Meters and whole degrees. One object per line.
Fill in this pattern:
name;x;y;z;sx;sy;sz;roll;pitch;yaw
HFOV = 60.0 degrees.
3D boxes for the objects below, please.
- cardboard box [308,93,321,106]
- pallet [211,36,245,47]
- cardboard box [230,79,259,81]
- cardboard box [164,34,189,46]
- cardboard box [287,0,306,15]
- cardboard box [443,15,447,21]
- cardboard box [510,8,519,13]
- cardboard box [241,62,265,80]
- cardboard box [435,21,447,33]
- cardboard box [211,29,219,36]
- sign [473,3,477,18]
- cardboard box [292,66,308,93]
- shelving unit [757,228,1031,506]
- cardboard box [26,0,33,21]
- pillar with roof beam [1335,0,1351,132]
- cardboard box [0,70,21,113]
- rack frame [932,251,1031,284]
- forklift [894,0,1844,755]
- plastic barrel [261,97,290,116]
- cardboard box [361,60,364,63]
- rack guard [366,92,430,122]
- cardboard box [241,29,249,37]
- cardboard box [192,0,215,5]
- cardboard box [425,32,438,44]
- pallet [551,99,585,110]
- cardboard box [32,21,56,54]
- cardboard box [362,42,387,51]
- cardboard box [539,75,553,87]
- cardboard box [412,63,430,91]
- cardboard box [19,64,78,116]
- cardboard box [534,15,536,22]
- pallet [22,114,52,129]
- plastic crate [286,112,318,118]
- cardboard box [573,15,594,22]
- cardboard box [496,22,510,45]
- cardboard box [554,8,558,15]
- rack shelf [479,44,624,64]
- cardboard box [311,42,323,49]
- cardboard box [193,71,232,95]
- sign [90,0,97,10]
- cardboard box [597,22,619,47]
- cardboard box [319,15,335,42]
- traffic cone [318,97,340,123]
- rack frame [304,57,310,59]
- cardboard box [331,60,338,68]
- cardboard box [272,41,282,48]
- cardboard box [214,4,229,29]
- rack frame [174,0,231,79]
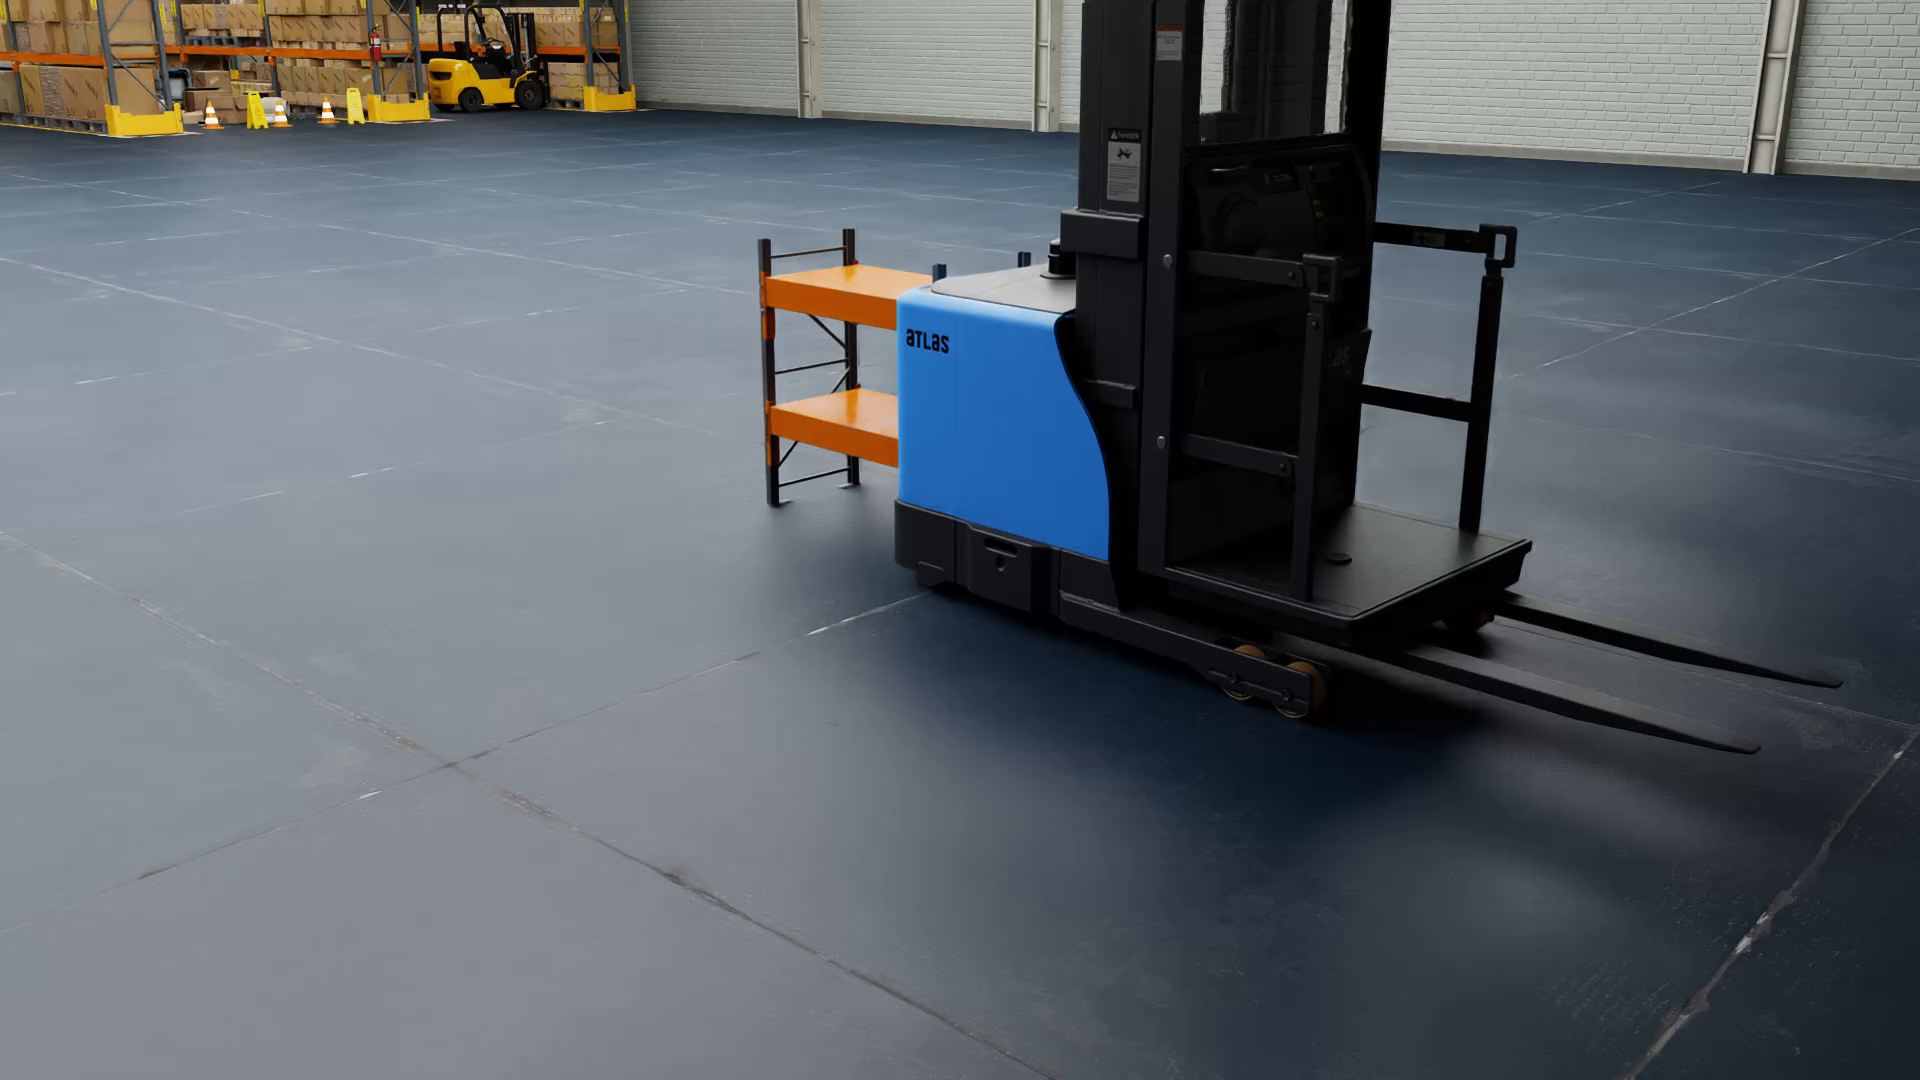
cardboard box;-12.759;-8.882;33.491;0.500;0.250;0.500;15;23;39
pallet;-15.311;-10.706;35.704;1.213;0.211;1.003;15;23;39
cardboard box;-15.845;-9.871;36.406;0.625;0.372;0.950;14;23;38
cardboard box;-17.369;-11.157;37.056;0.500;0.250;0.500;14;22;37
cardboard box;-12.917;-10.697;33.047;0.500;0.500;0.700;14;23;38
cardboard box;-11.730;-12.080;38.478;0.250;0.149;0.380;14;23;38
cardboard box;-9.705;-11.671;36.700;0.250;0.149;0.380;15;23;38
cardboard box;-19.116;-12.782;45.360;0.637;0.503;0.797;14;22;37
cardboard box;-11.840;-11.919;38.632;0.500;0.250;0.500;16;23;40
cardboard box;-15.912;-10.938;35.840;0.380;0.149;0.250;-17;24;-42
sign;-10.888;-11.896;37.352;0.005;0.325;0.100;15;23;39
cardboard box;-13.157;-9.345;33.710;0.500;0.500;0.500;16;24;41
shelving unit;-0.275;-0.627;6.728;1.048;1.125;0.538;17;24;42
cardboard box;-16.295;-9.662;30.066;0.550;0.550;0.875;15;23;39
pillar with roof beam;3.140;-9.318;21.096;0.400;9.000;9.100;15;23;39
cardboard box;-17.561;-8.474;31.380;0.750;0.750;1.050;15;23;39
rack frame;0.085;-0.518;6.386;0.032;1.125;0.500;17;24;42
forklift;1.159;-1.043;5.053;3.031;2.935;1.130;17;24;42
plastic barrel;-13.385;-8.423;32.454;0.512;0.421;0.421;-3;18;-8
cardboard box;-14.811;-11.893;41.493;0.250;0.149;0.380;15;23;38
rack guard;-10.892;-8.403;32.263;0.348;0.500;1.175;15;23;39
cardboard box;-14.797;-10.604;34.788;0.250;0.149;0.380;15;23;38
cardboard box;-17.025;-11.864;37.218;0.500;0.500;0.500;14;22;37
cardboard box;-12.207;-11.785;39.035;0.500;0.250;0.500;16;24;41
pallet;-8.143;-9.518;36.254;1.213;0.211;1.003;15;23;39
cardboard box;-16.001;-9.002;29.770;0.550;0.550;0.875;15;23;39
cardboard box;-11.257;-9.486;31.959;0.250;0.149;0.380;16;24;41
cardboard box;-8.883;-10.060;36.376;0.500;0.250;0.500;14;23;38
cardboard box;-12.575;-11.120;39.923;0.625;0.625;0.875;16;24;41
cardboard box;-16.613;-8.287;30.585;0.875;0.875;0.875;15;23;40
cardboard box;-9.091;-11.389;36.301;0.250;0.149;0.380;15;23;39
pallet;-16.520;-7.743;30.660;1.213;0.211;1.003;15;23;39
plastic crate;-13.197;-8.490;33.231;0.583;0.080;0.402;7;19;21
cardboard box;-7.988;-11.066;35.284;0.250;0.149;0.380;15;23;40
cardboard box;-9.976;-11.305;37.109;0.500;0.500;0.500;16;23;40
cardboard box;-8.507;-11.382;35.787;0.250;0.149;0.380;15;23;40
rack shelf;-9.039;-10.762;36.752;4.000;0.370;1.077;15;23;39
cardboard box;-12.647;-9.824;33.022;0.250;0.149;0.380;15;23;39
cardboard box;-14.986;-9.143;33.343;0.500;0.500;0.500;15;23;39
sign;-14.416;-8.984;27.655;0.005;0.325;0.100;15;23;39
cardboard box;-7.729;-10.913;35.874;0.500;0.500;0.500;16;24;41
cardboard box;-12.167;-10.018;32.563;0.500;0.500;0.500;15;23;39
traffic cone;-12.013;-8.165;31.573;0.334;0.463;0.336;15;23;39
rack frame;-16.518;-13.112;42.970;0.127;3.000;1.000;15;23;39
cardboard box;-12.112;-9.347;32.644;0.250;0.149;0.380;16;23;40
cardboard box;-13.804;-10.127;33.978;0.250;0.149;0.380;15;23;39
cardboard box;-15.471;-11.122;35.347;0.500;0.500;0.500;14;22;37
rack frame;-16.819;-11.186;36.898;0.127;3.000;1.000;15;23;39
